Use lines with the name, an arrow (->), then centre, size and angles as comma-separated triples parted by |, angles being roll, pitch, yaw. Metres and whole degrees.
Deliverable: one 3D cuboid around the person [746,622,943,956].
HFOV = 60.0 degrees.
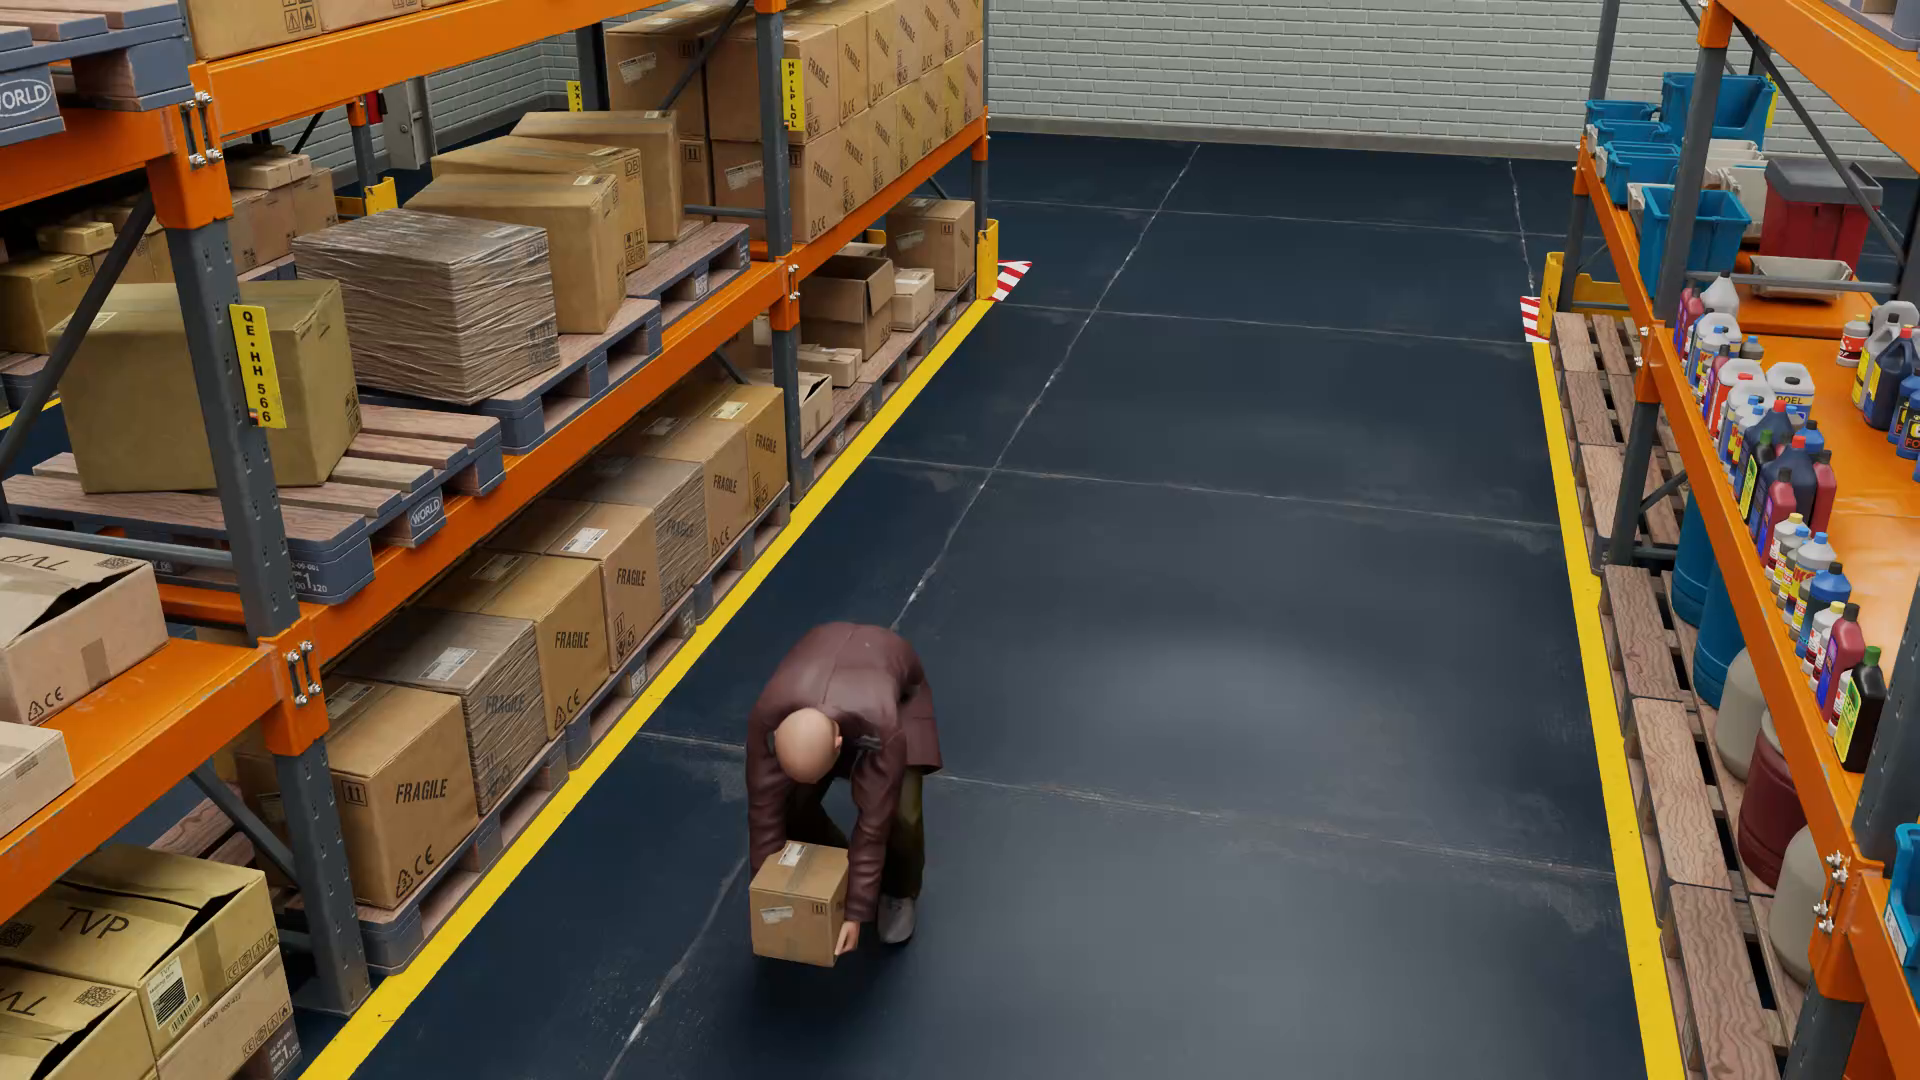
person -> -0.373, 0.817, 5.198 | 0.590, 1.078, 0.942 | 5, 25, 11
